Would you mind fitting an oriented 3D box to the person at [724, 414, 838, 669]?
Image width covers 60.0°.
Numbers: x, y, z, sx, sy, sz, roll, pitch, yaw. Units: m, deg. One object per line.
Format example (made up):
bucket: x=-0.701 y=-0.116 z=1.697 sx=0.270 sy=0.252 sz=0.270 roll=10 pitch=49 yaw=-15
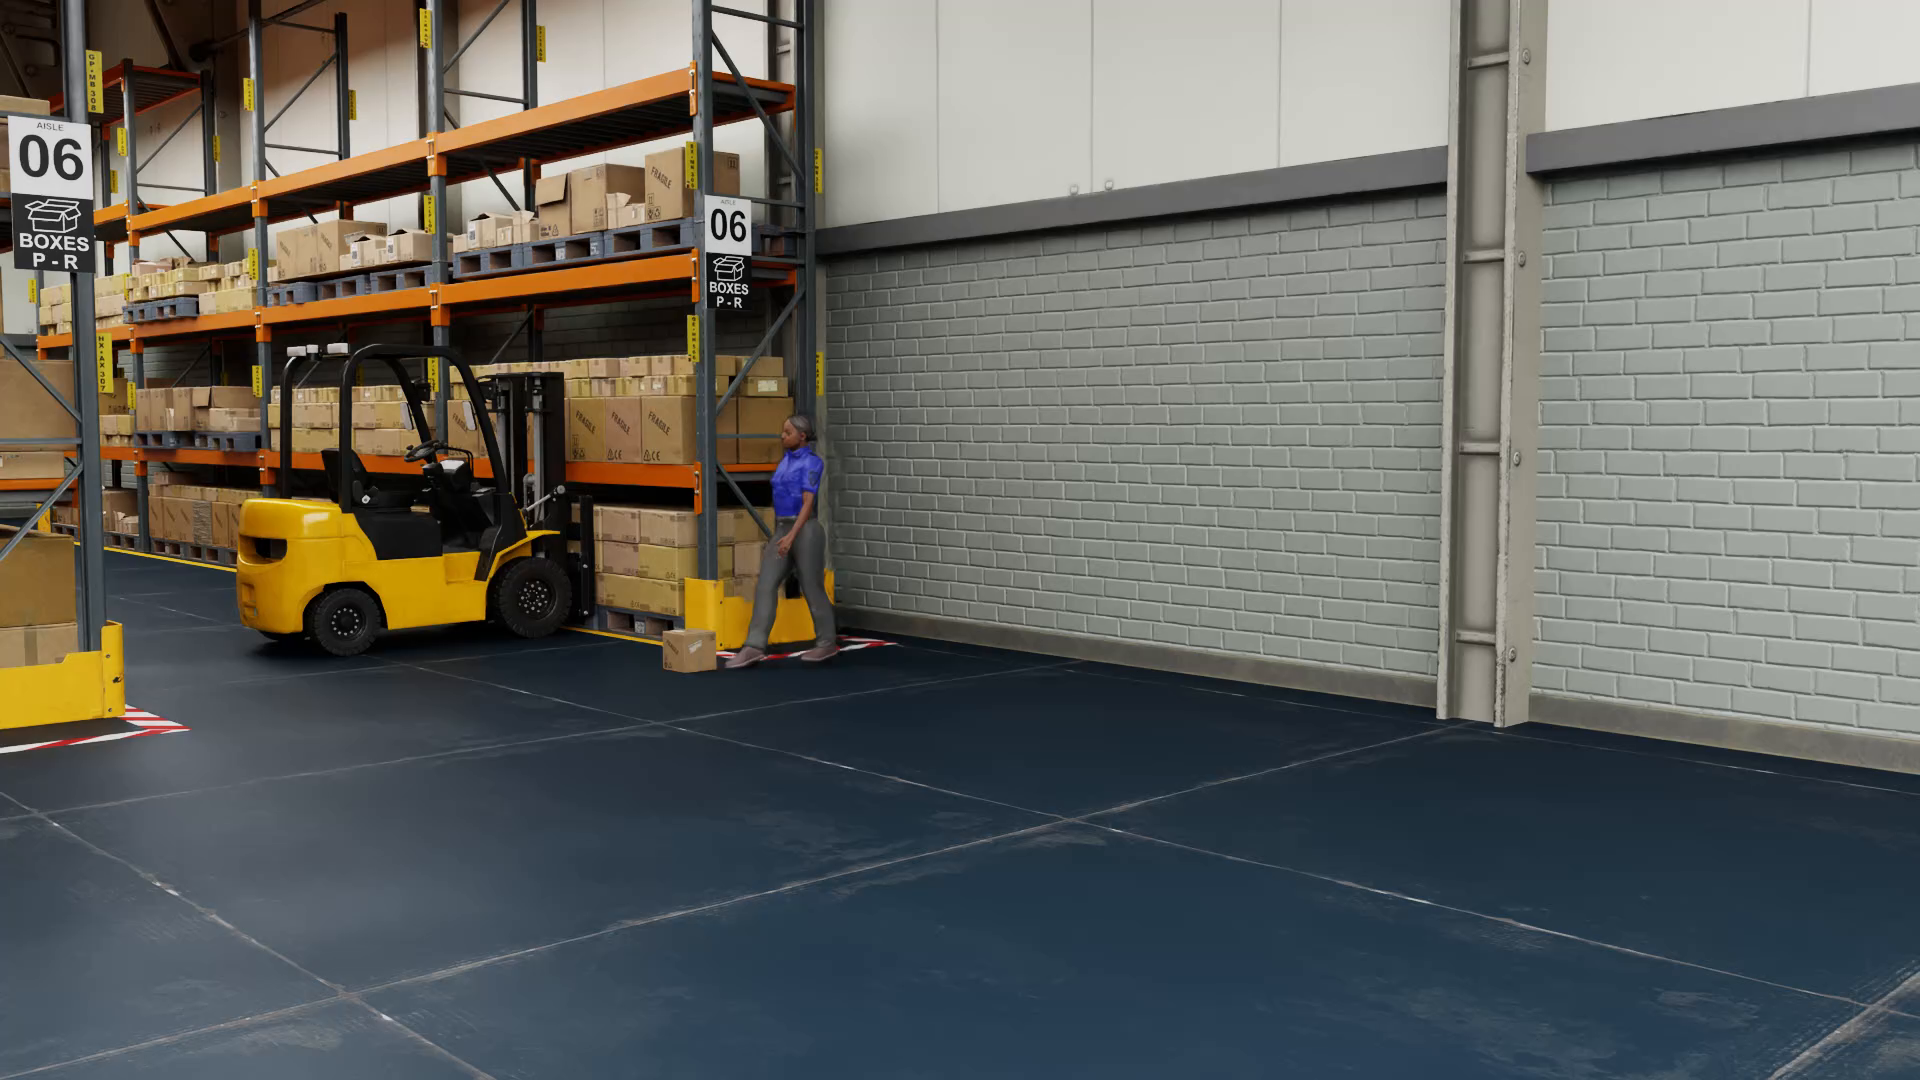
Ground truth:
person: x=-1.139 y=0.005 z=10.896 sx=0.752 sy=1.661 sz=0.461 roll=-4 pitch=6 yaw=-43
